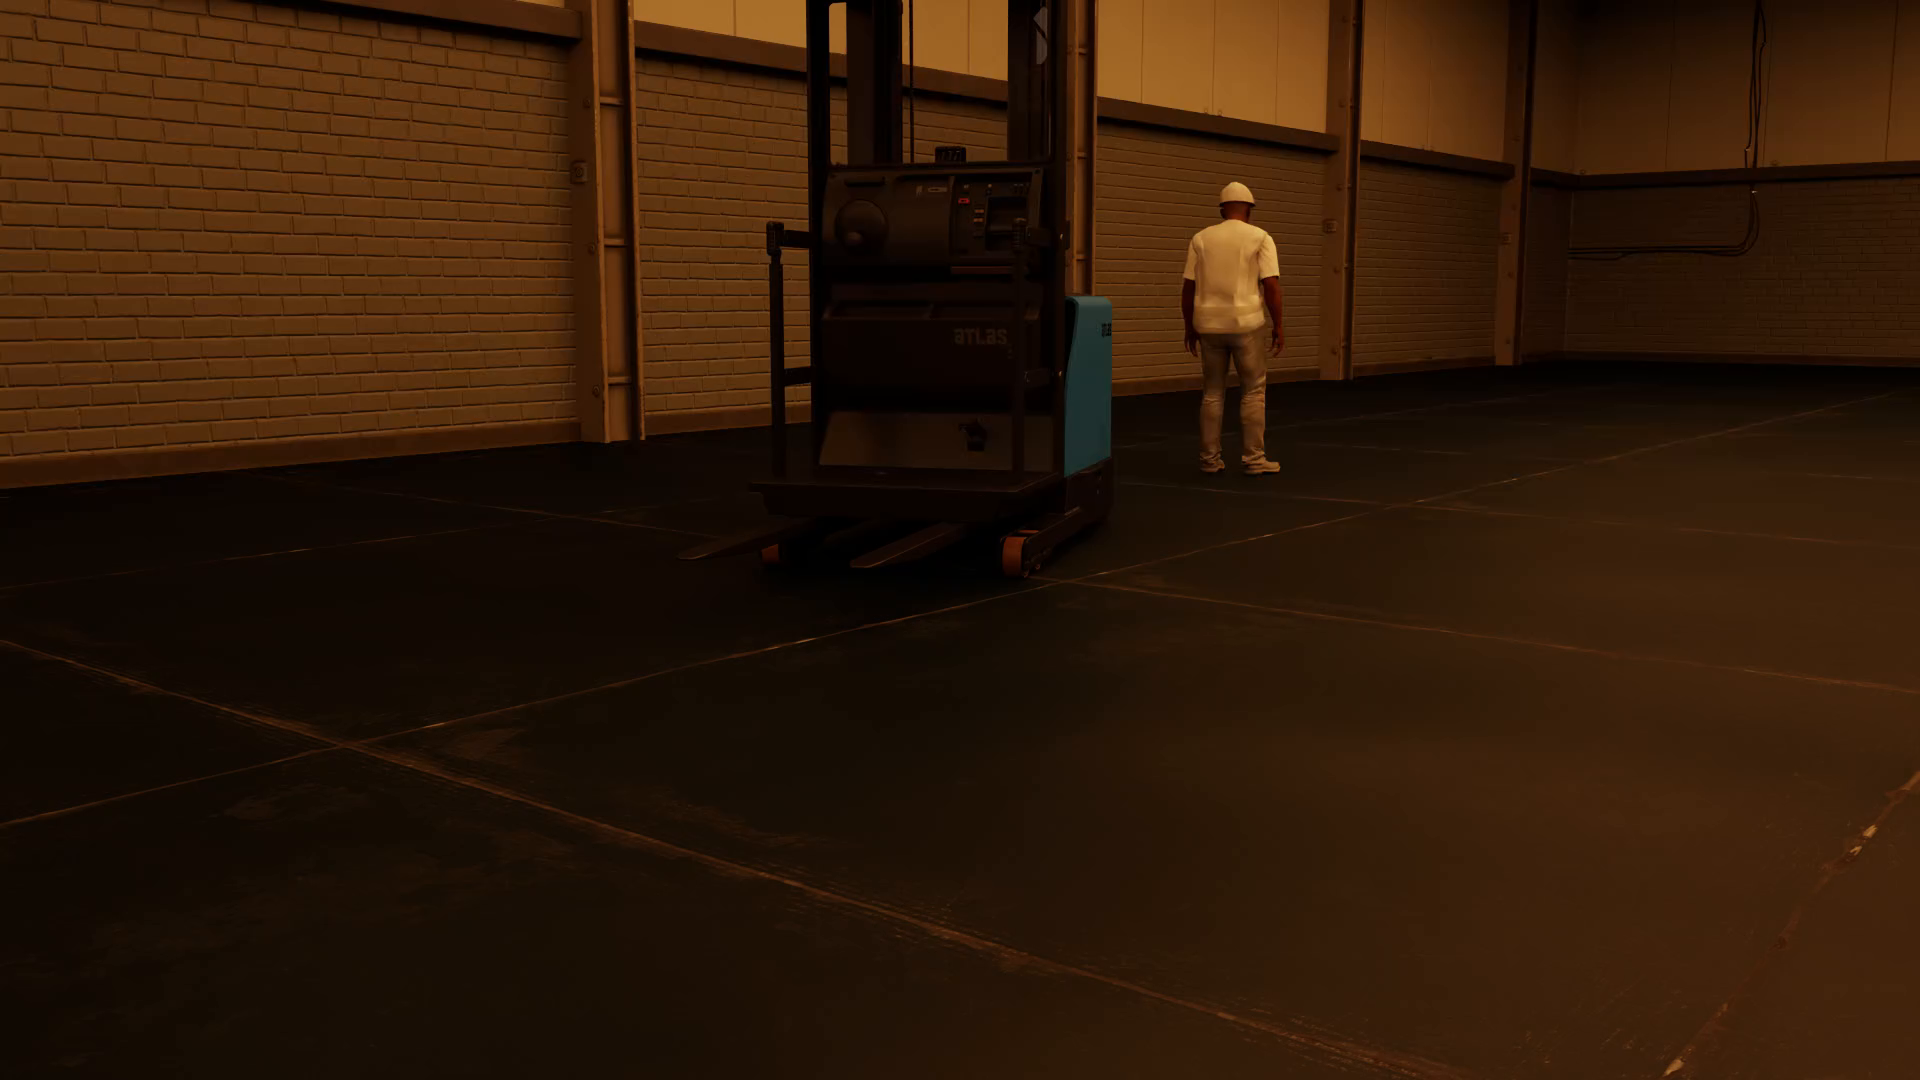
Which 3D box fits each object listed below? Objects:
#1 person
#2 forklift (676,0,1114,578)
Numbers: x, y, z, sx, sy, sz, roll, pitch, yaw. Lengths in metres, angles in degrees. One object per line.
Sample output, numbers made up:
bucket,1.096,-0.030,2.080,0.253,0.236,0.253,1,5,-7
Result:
person,1.667,-1.288,10.141,0.636,1.760,0.462,5,10,30
forklift,-0.176,-1.366,6.616,1.130,2.935,3.031,3,9,17
